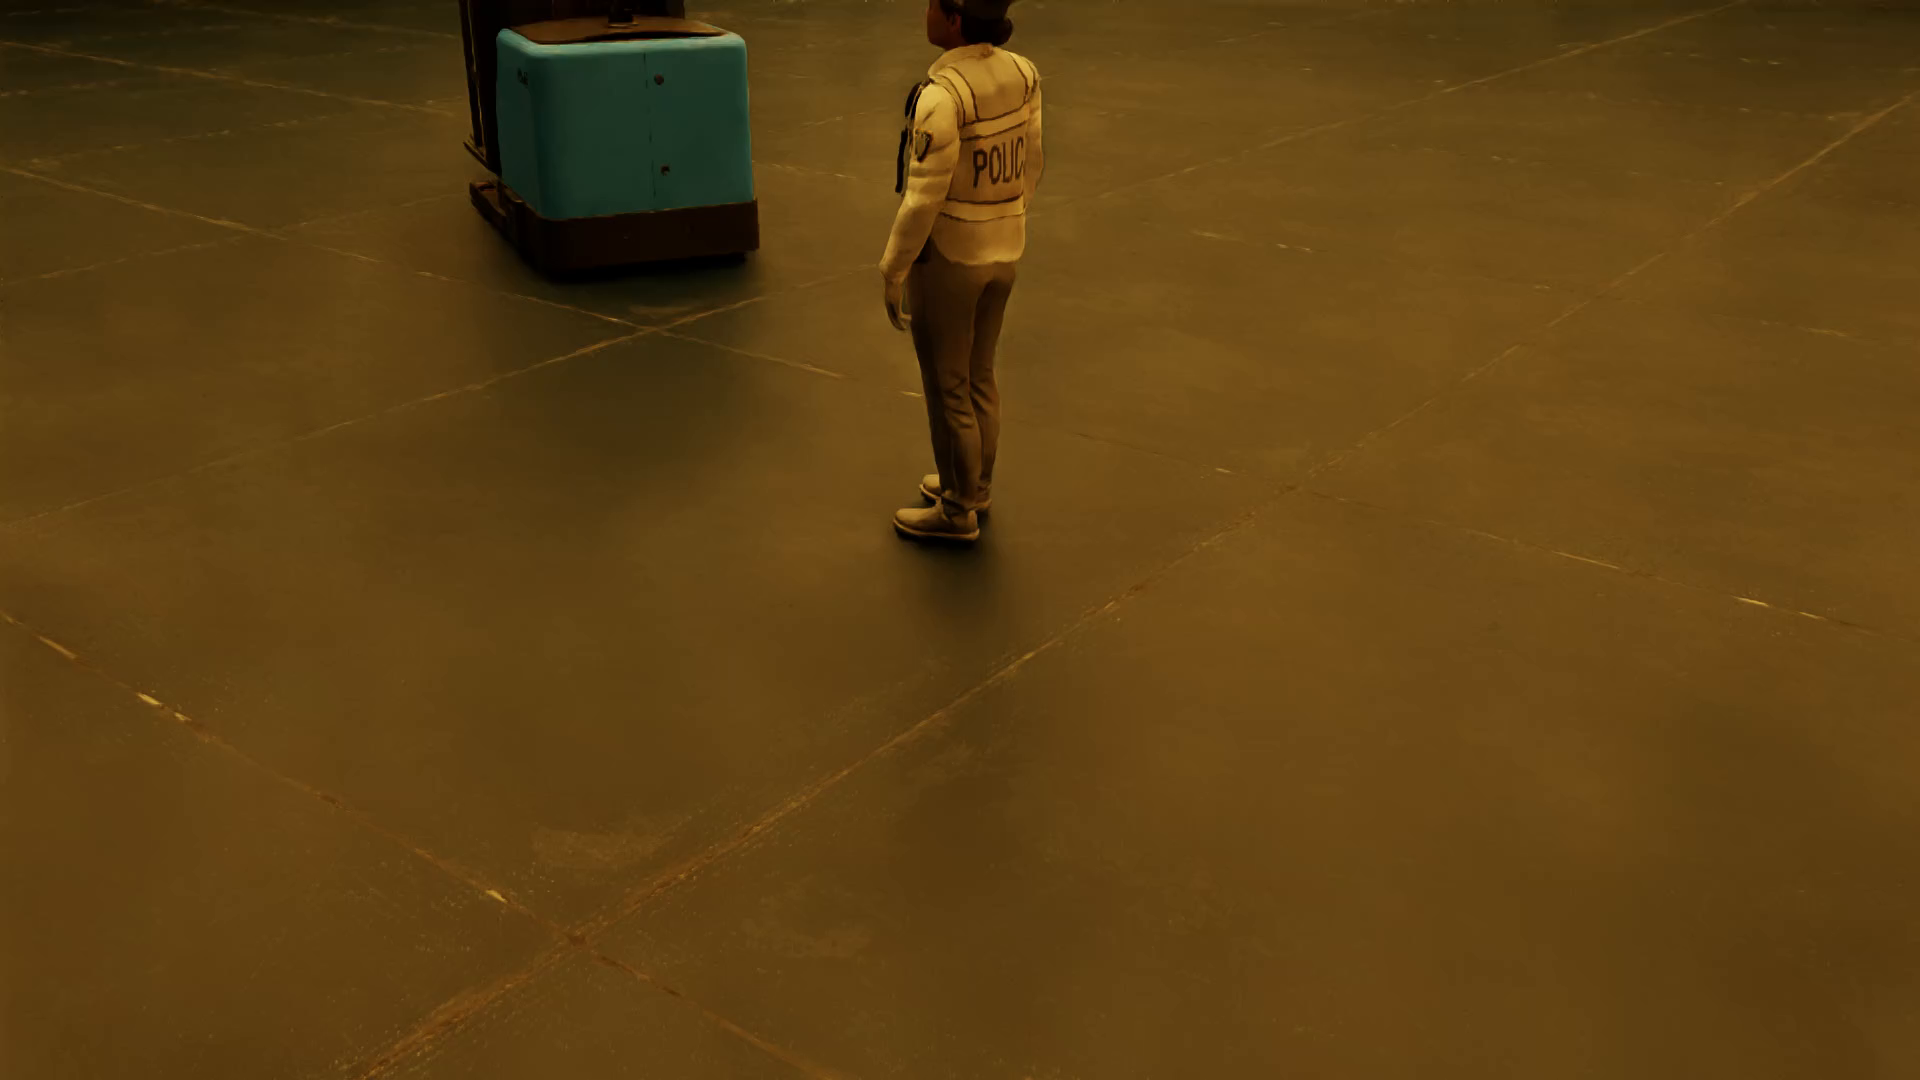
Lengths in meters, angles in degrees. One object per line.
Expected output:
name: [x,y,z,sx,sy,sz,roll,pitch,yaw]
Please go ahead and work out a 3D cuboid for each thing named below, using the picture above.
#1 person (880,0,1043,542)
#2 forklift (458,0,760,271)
person: [-0.049,-0.803,4.717,0.532,1.695,0.586,17,29,34]
forklift: [-2.062,-3.152,8.600,1.130,2.935,3.031,-10,26,-23]
